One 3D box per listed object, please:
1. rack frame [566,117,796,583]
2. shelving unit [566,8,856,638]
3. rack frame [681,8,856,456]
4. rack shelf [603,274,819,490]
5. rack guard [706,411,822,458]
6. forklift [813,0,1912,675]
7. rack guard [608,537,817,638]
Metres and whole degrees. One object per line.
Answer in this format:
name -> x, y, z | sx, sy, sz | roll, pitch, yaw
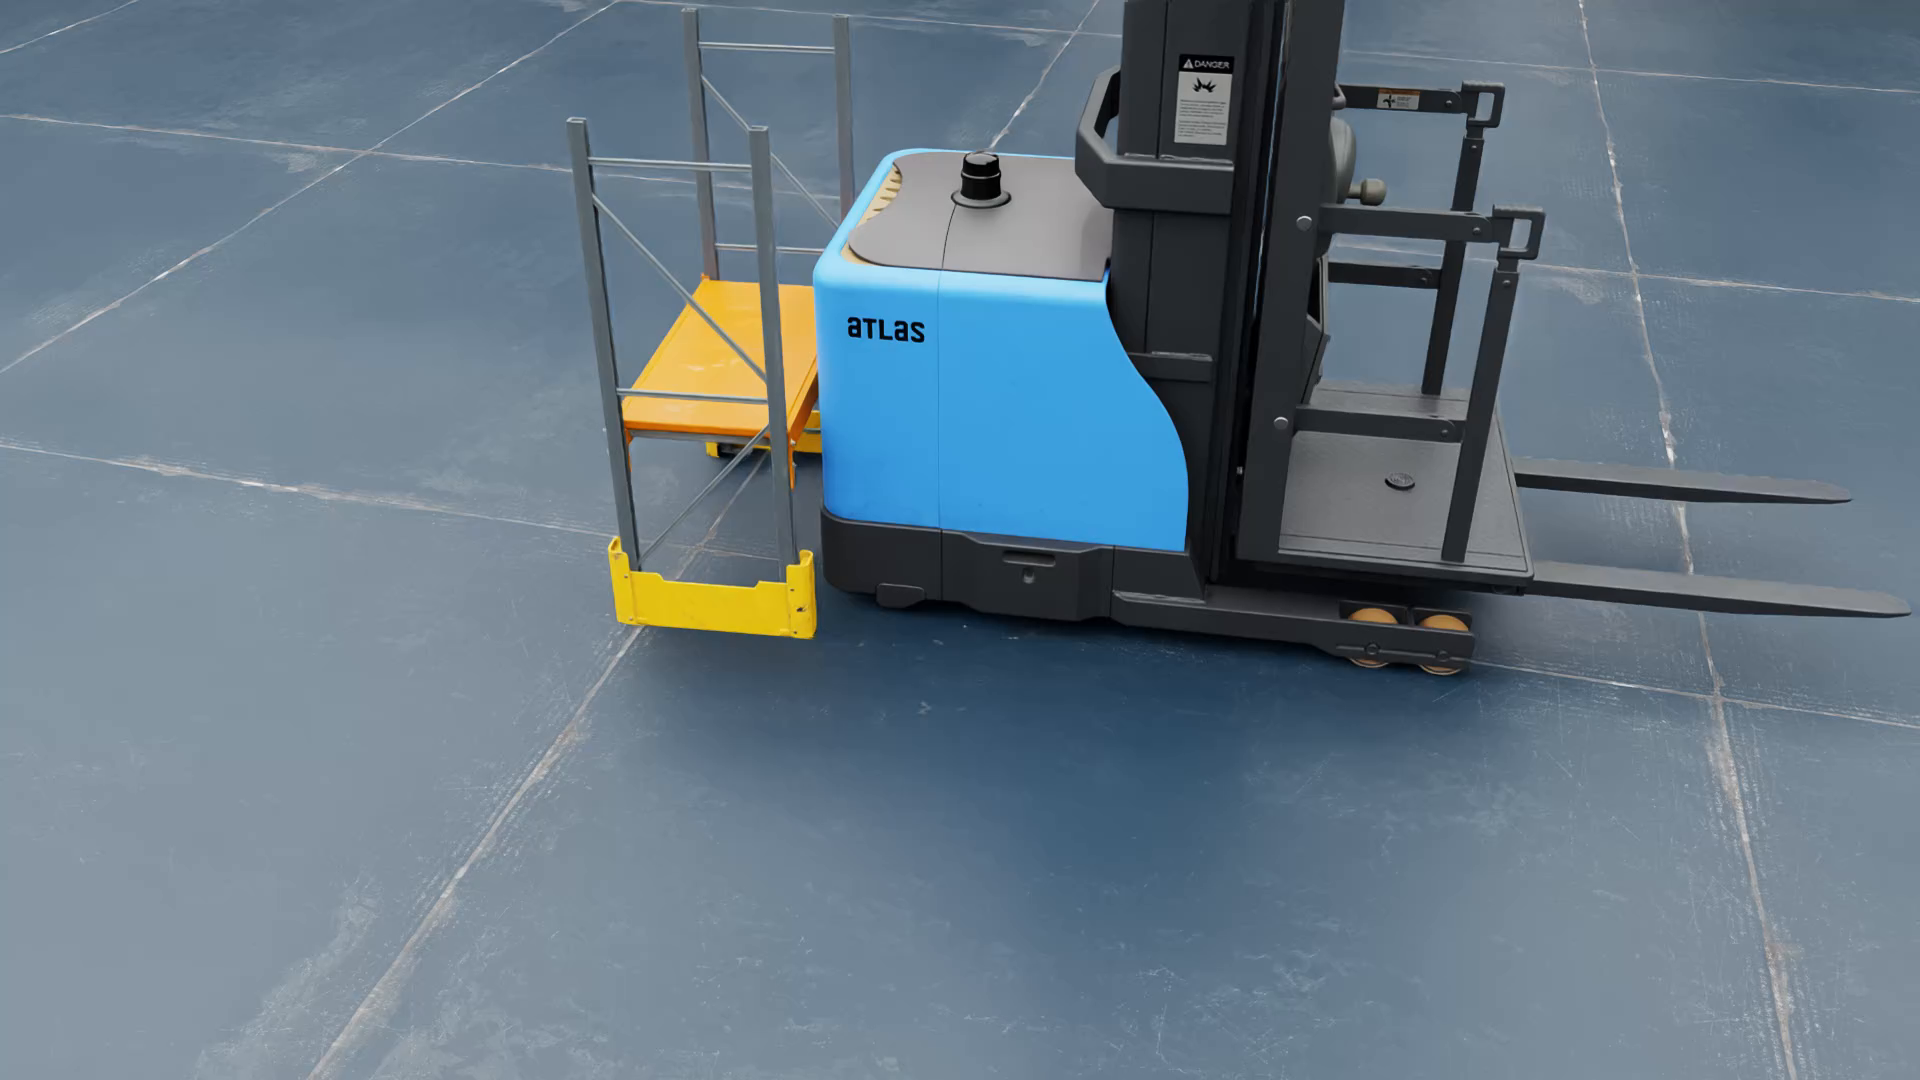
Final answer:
rack frame -> -0.714, -0.380, 4.450 | 0.500, 1.500, 0.032 | 4, 33, 7
shelving unit -> -0.643, -0.655, 4.883 | 0.587, 1.500, 1.083 | 4, 33, 7
rack frame -> -0.575, -0.921, 5.300 | 0.500, 1.500, 0.032 | 4, 33, 7
rack shelf -> -0.645, -0.499, 4.972 | 0.538, 0.185, 1.000 | 4, 33, 7
rack guard -> -0.575, -0.393, 5.634 | 0.587, 0.250, 0.087 | 4, 33, 7
forklift -> 1.158, -1.168, 4.356 | 3.031, 2.935, 1.130 | 5, 33, 9
rack guard -> -0.711, 0.137, 4.802 | 0.587, 0.250, 0.087 | 4, 33, 7
